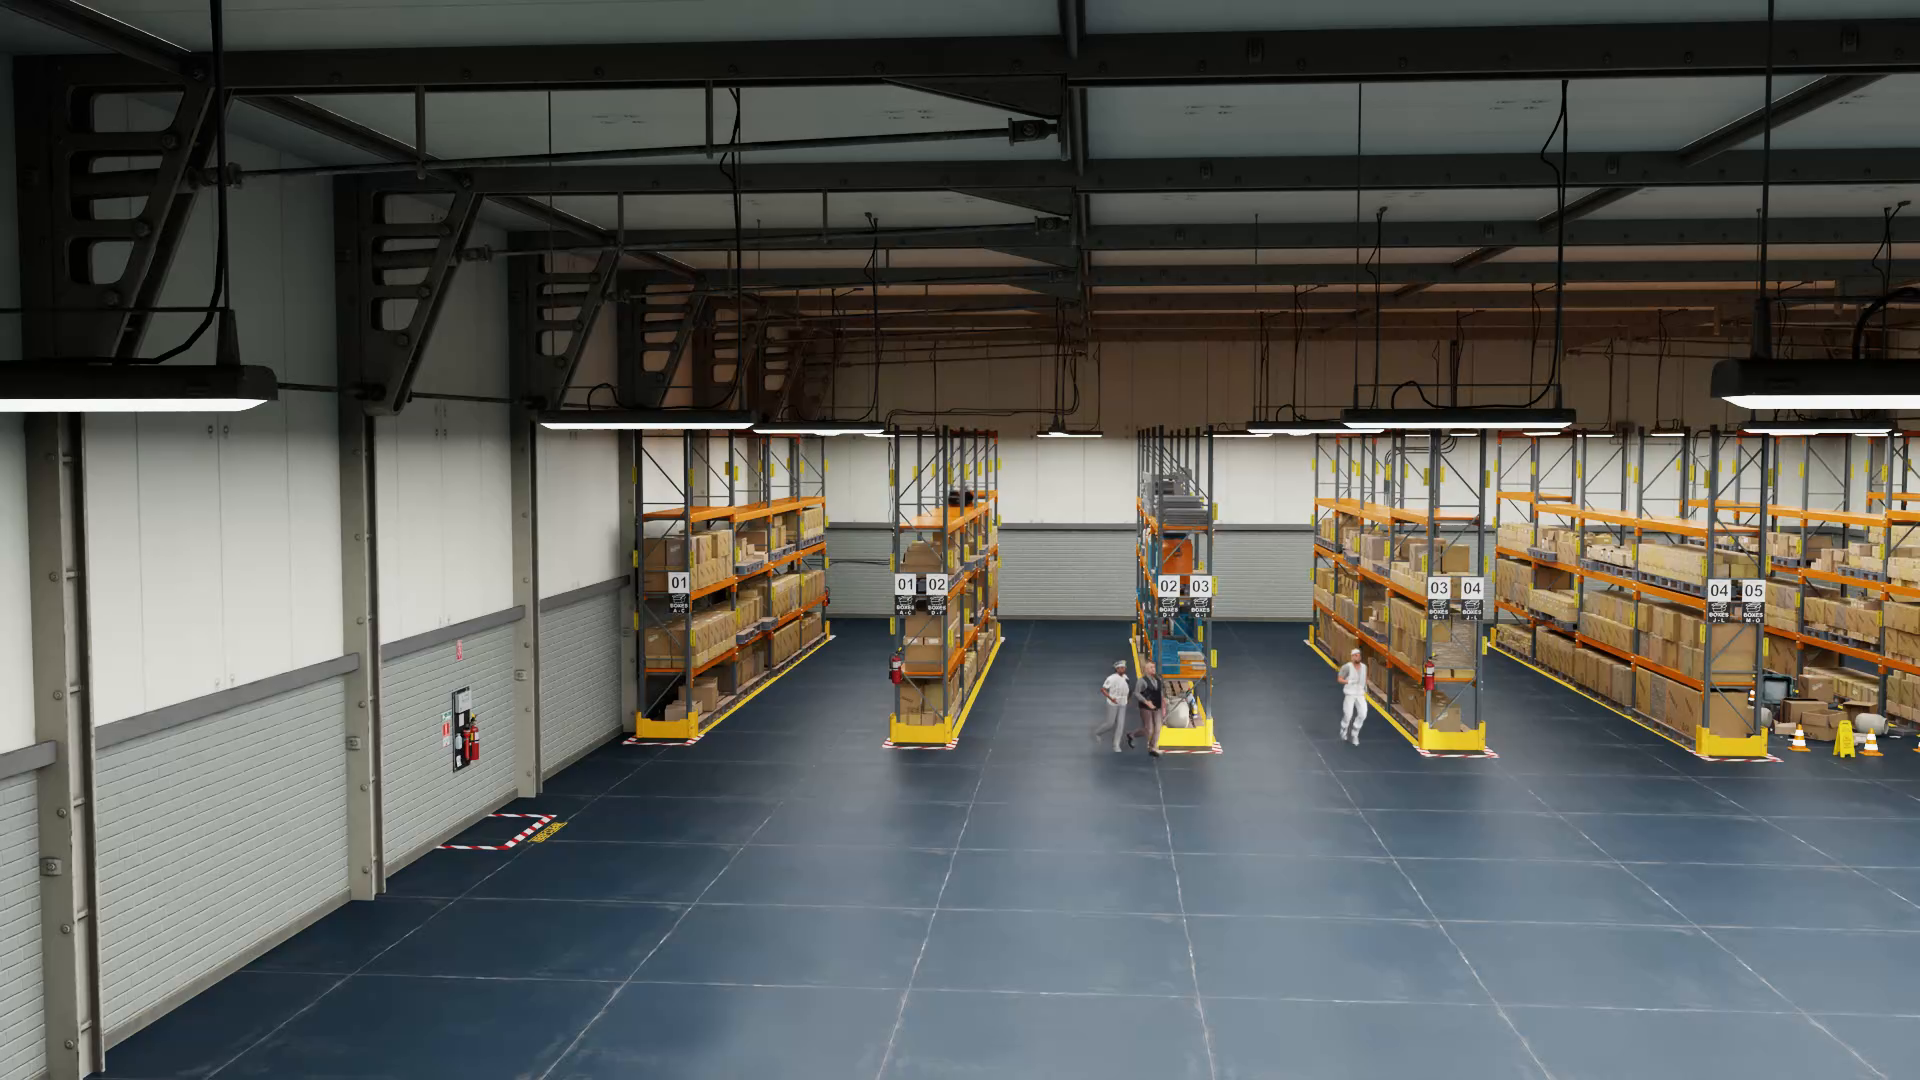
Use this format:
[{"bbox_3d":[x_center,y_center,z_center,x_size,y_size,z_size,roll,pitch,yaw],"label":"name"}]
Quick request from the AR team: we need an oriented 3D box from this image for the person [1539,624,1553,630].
[{"bbox_3d":[16.617,2.086,47.059,0.639,1.638,0.523,-1,4,-19],"label":"person"}]

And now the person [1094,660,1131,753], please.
[{"bbox_3d":[2.925,3.047,30.742,0.605,1.649,0.783,-2,4,-26],"label":"person"}]

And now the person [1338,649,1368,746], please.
[{"bbox_3d":[7.422,2.961,31.309,0.665,1.847,0.695,-1,3,-9],"label":"person"}]

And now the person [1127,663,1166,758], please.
[{"bbox_3d":[3.426,3.071,30.245,0.672,1.709,0.732,-2,4,-36],"label":"person"}]
